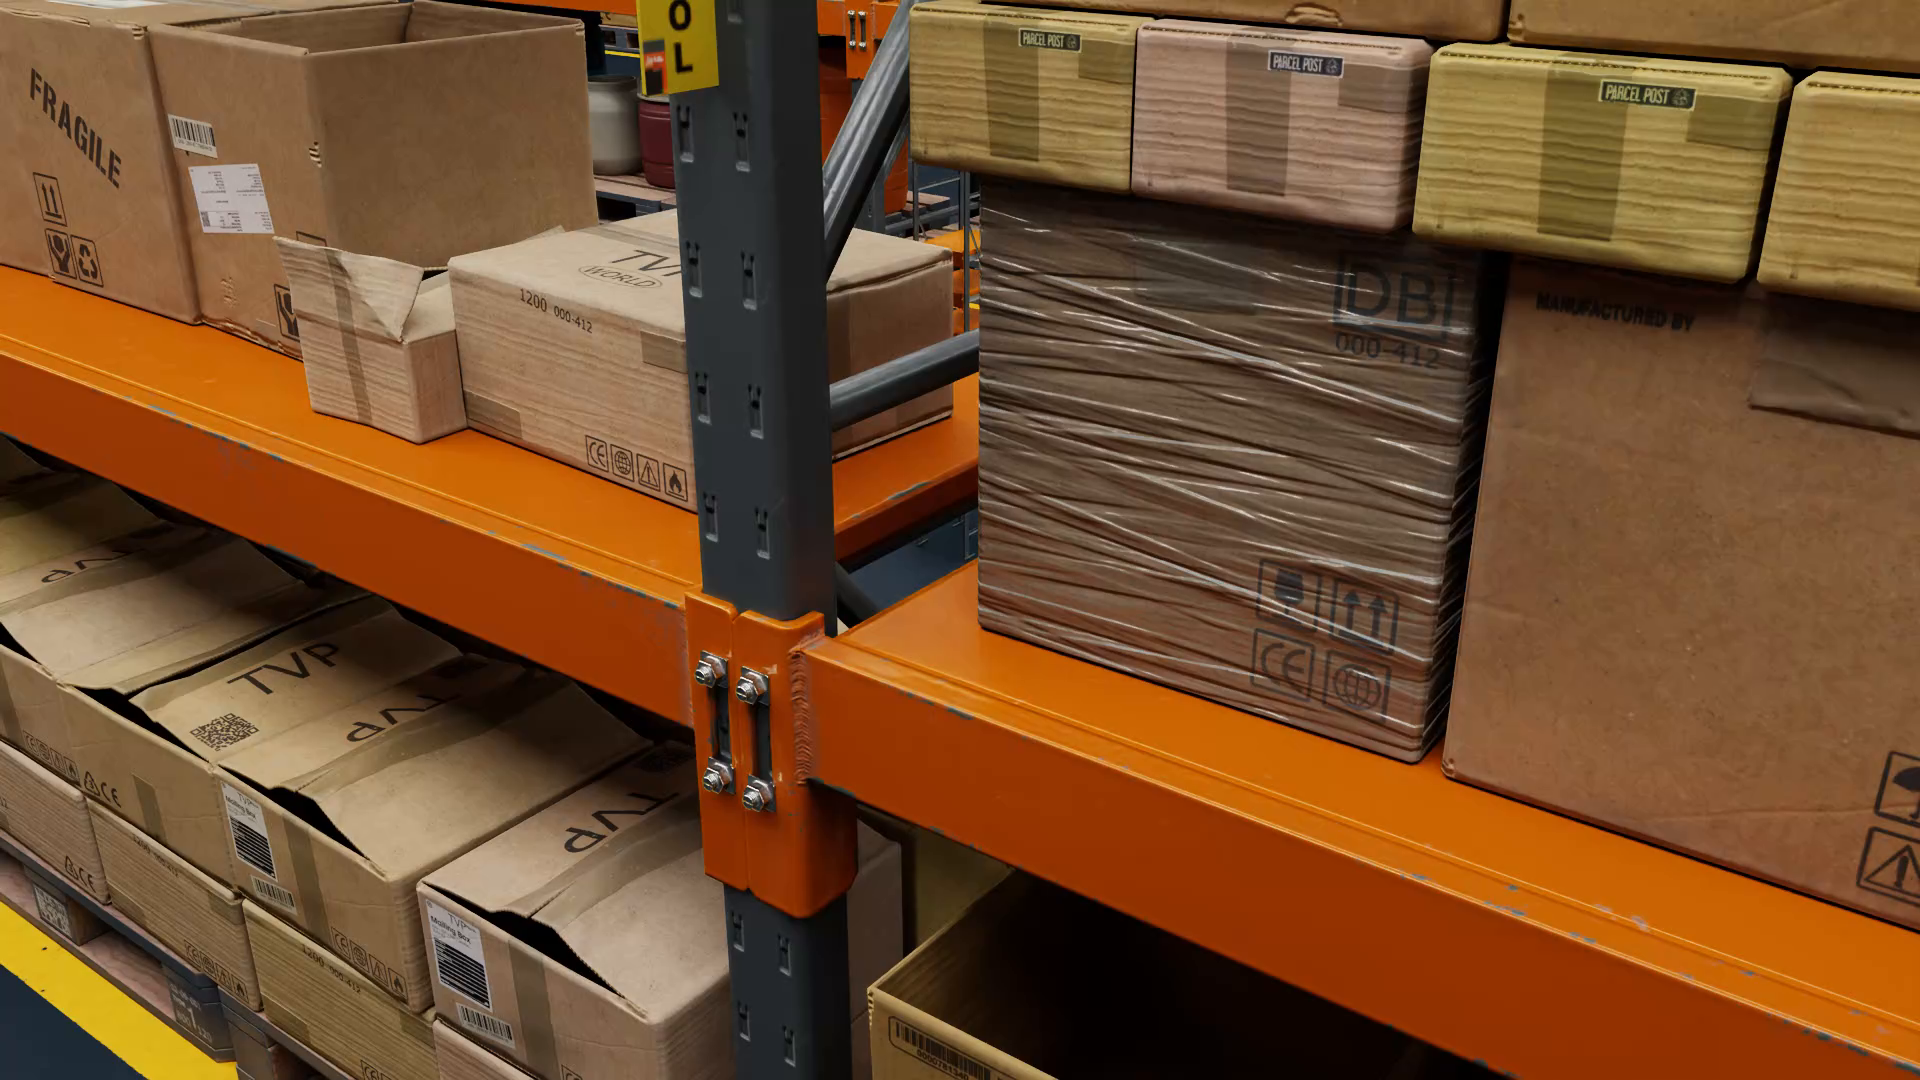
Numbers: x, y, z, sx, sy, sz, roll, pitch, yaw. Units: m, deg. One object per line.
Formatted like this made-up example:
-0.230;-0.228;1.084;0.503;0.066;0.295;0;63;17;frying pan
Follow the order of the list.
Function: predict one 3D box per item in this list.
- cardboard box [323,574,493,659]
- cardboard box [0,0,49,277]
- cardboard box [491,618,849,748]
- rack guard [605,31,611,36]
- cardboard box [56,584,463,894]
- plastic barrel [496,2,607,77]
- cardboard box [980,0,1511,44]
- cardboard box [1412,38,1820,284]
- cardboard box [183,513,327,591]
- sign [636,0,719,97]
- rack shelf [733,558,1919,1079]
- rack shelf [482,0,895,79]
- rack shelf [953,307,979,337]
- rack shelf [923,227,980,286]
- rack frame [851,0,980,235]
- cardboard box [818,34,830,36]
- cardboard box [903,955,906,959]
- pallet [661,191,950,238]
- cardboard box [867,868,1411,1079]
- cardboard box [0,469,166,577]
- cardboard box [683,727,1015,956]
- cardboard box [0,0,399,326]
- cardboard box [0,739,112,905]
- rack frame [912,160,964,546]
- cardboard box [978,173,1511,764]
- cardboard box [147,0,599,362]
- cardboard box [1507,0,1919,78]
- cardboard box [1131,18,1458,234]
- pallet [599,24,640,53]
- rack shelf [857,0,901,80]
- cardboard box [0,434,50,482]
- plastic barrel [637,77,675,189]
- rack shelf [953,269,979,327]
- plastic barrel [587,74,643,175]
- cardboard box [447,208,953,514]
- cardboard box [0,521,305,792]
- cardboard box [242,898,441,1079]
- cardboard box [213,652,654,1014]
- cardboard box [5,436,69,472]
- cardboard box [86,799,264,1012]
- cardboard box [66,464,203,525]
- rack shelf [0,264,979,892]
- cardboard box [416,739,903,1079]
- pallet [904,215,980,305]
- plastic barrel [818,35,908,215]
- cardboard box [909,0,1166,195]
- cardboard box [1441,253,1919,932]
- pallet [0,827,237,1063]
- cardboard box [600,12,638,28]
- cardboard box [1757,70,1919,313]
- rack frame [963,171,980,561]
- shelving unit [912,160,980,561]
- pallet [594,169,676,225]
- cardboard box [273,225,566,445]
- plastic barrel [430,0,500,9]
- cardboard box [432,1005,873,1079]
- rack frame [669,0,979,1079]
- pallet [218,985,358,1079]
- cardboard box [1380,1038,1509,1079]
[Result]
-0.931;0.133;3.422;0.500;0.311;0.500;16;28;32;cardboard box
-1.786;-0.861;3.361;0.500;0.500;0.500;15;28;31;cardboard box
-0.516;0.258;3.139;0.500;0.311;0.500;16;29;33;cardboard box
-3.615;-5.208;16.450;0.348;0.500;1.175;17;29;33;rack guard
-1.251;0.310;3.020;0.500;0.311;0.500;17;29;33;cardboard box
-2.373;-2.704;9.749;0.708;0.901;0.600;17;29;33;plastic barrel
0.422;-0.783;1.574;0.500;0.500;0.700;17;29;34;cardboard box
0.570;-0.341;1.376;0.250;0.149;0.380;16;28;32;cardboard box
-1.350;0.009;3.703;0.500;0.311;0.500;18;29;35;cardboard box
-0.255;-0.565;1.474;0.005;0.325;0.100;17;29;33;sign
1.663;0.564;1.142;4.000;0.370;1.077;17;29;33;rack shelf
-1.765;-2.968;9.158;4.000;0.370;1.077;17;29;33;rack shelf
0.012;-0.615;4.970;0.180;0.103;0.258;17;29;33;rack shelf
0.012;-0.834;4.873;0.180;0.103;0.258;17;29;33;rack shelf
-0.164;-2.813;7.915;0.127;3.000;1.000;17;29;33;rack frame
-0.875;-4.784;14.502;0.875;0.875;0.875;17;29;33;cardboard box
-0.111;0.640;2.967;0.500;0.250;0.500;16;28;32;cardboard box
-0.820;-1.714;8.879;1.213;0.211;1.003;17;29;33;pallet
0.246;0.687;1.929;0.500;0.500;0.500;17;29;33;cardboard box
-2.063;0.063;3.580;0.500;0.311;0.500;16;28;32;cardboard box
-0.119;0.380;2.860;0.500;0.311;0.500;17;29;33;cardboard box
-1.364;-0.734;3.072;0.500;0.500;0.500;17;29;33;cardboard box
-1.663;0.441;3.419;0.500;0.250;0.500;18;29;34;cardboard box
-0.062;-0.568;5.050;0.006;1.200;0.240;17;29;33;rack frame
0.422;-0.189;1.835;0.500;0.500;0.700;16;28;32;cardboard box
-0.964;-0.613;2.797;0.500;0.500;0.500;19;30;37;cardboard box
0.827;-0.661;1.297;0.500;0.500;0.700;17;29;33;cardboard box
0.362;-0.403;1.517;0.250;0.149;0.380;17;29;34;cardboard box
-2.909;-4.902;16.113;1.213;0.211;1.003;17;29;33;pallet
1.436;-2.000;6.962;4.000;0.370;1.077;17;29;33;rack shelf
-2.470;-0.061;3.862;0.500;0.311;0.500;16;28;32;cardboard box
-1.470;-2.288;9.192;0.708;0.588;0.600;17;29;33;plastic barrel
0.012;-0.725;4.921;0.180;0.103;0.258;17;29;33;rack shelf
-1.975;-2.361;9.452;0.421;0.512;0.421;0;24;0;plastic barrel
-0.357;-0.285;2.363;0.500;0.250;0.500;19;30;36;cardboard box
-1.651;0.187;3.299;0.500;0.311;0.500;16;29;33;cardboard box
-0.847;0.688;2.858;0.500;0.250;0.500;16;29;33;cardboard box
-0.853;0.431;2.744;0.500;0.311;0.500;18;29;35;cardboard box
-2.151;-0.236;4.259;0.500;0.311;0.500;16;29;33;cardboard box
-1.256;0.564;3.139;0.500;0.250;0.500;18;29;34;cardboard box
-1.749;-0.113;3.980;0.500;0.311;0.500;17;29;33;cardboard box
-1.538;-0.403;3.337;4.000;0.370;1.077;17;29;33;rack shelf
-0.433;0.555;2.463;0.500;0.311;0.500;17;29;33;cardboard box
0.432;-1.337;8.024;1.213;0.211;1.003;17;29;33;pallet
-0.566;-2.125;8.524;0.708;0.830;0.600;17;29;33;plastic barrel
0.162;-0.464;1.654;0.250;0.149;0.380;17;29;33;cardboard box
0.847;-0.064;1.551;0.500;0.500;0.700;16;29;33;cardboard box
-1.531;0.567;3.702;1.213;0.211;1.003;17;29;33;pallet
-3.035;-5.437;15.983;0.875;0.875;0.875;17;29;33;cardboard box
0.781;-0.278;1.233;0.250;0.149;0.380;17;29;33;cardboard box
0.085;-0.523;4.950;0.006;1.200;0.240;17;29;33;rack frame
0.012;-0.546;5.000;0.189;1.200;0.258;17;29;33;shelving unit
-1.792;-2.010;9.549;1.213;0.211;1.003;17;29;33;pallet
-0.751;-0.341;2.470;0.258;0.266;0.396;16;28;32;cardboard box
-2.940;-2.875;10.138;0.708;0.901;0.600;17;29;33;plastic barrel
-0.443;0.811;2.579;0.500;0.250;0.500;16;29;33;cardboard box
0.063;-0.249;2.094;0.127;3.000;1.000;17;29;33;rack frame
-0.550;0.862;3.032;1.213;0.211;1.003;17;29;33;pallet
0.651;0.806;1.661;0.500;0.500;0.500;17;29;33;cardboard box
